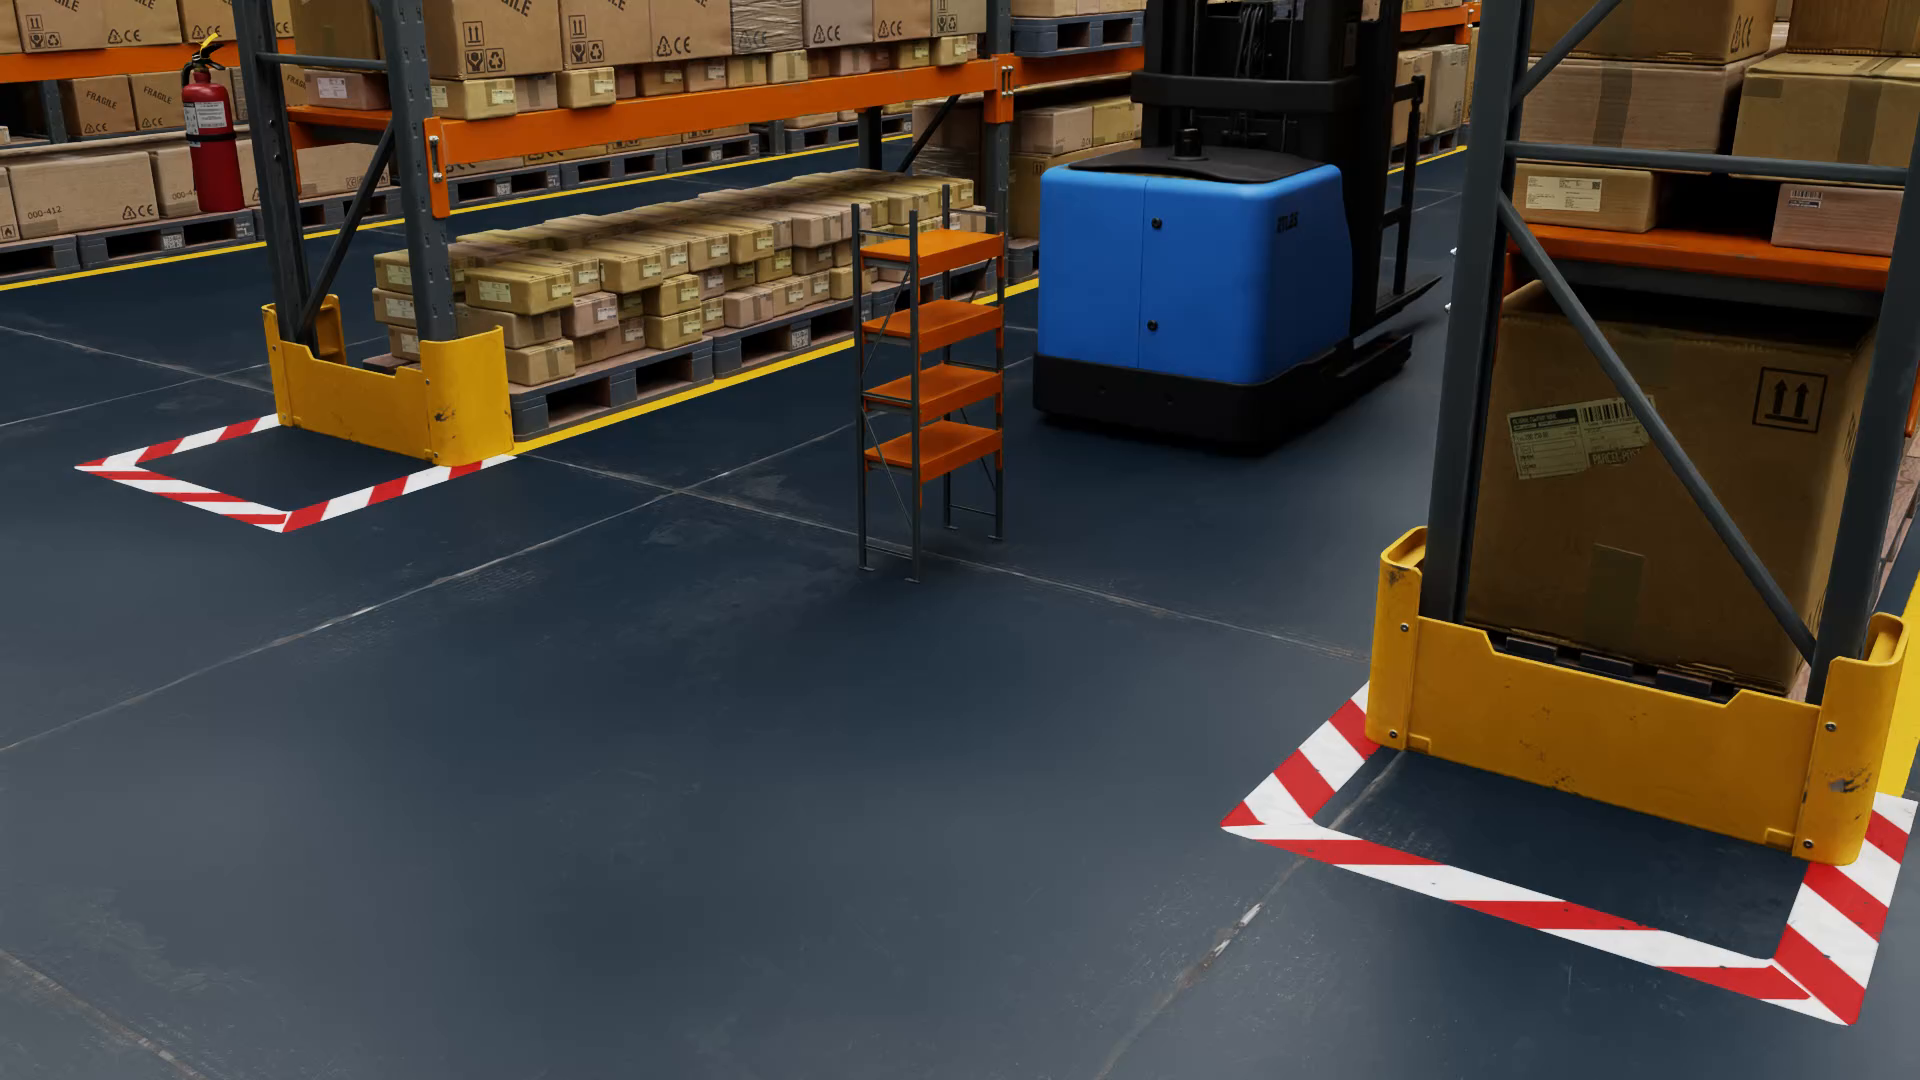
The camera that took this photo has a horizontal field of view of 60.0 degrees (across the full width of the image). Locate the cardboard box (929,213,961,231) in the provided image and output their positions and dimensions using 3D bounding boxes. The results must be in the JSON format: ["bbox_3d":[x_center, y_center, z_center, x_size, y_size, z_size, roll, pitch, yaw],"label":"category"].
[{"bbox_3d":[-0.219,-1.740,9.220,0.380,0.149,0.250,12,23,29],"label":"cardboard box"}]

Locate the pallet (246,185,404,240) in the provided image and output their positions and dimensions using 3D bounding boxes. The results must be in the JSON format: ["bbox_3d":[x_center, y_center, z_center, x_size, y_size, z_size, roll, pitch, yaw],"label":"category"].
[{"bbox_3d":[-4.806,-2.399,11.945,1.003,0.211,1.213,13,24,32],"label":"pallet"}]

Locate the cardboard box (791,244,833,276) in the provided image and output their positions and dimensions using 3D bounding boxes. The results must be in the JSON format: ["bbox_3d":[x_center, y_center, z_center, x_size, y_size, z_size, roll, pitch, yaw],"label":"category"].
[{"bbox_3d":[-0.872,-1.457,8.455,0.380,0.149,0.250,12,23,29],"label":"cardboard box"}]

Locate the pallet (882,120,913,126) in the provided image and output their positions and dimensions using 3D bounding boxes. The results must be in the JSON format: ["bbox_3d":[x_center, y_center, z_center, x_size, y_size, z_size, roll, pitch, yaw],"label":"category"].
[{"bbox_3d":[-0.253,-4.673,18.094,1.003,0.211,1.213,13,24,32],"label":"pallet"}]

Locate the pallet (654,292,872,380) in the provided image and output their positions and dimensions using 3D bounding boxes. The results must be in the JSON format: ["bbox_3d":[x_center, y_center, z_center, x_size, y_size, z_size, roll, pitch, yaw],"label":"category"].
[{"bbox_3d":[-1.197,-1.114,8.472,1.003,0.211,1.213,13,24,32],"label":"pallet"}]

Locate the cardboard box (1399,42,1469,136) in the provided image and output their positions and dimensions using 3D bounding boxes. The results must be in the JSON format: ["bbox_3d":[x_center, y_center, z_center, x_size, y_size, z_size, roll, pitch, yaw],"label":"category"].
[{"bbox_3d":[4.059,-4.214,15.472,1.050,0.750,0.750,13,24,32],"label":"cardboard box"}]

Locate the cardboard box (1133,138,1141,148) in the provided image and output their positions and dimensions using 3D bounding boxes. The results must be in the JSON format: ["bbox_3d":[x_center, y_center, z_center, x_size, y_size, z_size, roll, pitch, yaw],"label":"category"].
[{"bbox_3d":[1.051,-2.463,11.097,0.500,0.500,0.500,14,24,33],"label":"cardboard box"}]

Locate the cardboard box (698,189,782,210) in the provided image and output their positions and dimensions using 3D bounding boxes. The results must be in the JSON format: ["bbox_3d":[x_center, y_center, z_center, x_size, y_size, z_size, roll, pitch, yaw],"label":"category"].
[{"bbox_3d":[-1.172,-1.767,8.866,0.380,0.149,0.250,14,24,33],"label":"cardboard box"}]

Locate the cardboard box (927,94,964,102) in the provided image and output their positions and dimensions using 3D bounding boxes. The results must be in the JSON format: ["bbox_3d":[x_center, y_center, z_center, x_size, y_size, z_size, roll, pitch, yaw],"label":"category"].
[{"bbox_3d":[-0.511,-4.811,17.631,0.950,0.372,0.625,15,25,35],"label":"cardboard box"}]

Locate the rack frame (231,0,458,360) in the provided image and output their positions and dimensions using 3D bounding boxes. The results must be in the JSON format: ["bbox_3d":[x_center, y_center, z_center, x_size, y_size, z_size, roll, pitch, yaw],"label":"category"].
[{"bbox_3d":[-2.412,-1.825,6.376,1.000,3.000,0.127,13,24,32],"label":"rack frame"}]

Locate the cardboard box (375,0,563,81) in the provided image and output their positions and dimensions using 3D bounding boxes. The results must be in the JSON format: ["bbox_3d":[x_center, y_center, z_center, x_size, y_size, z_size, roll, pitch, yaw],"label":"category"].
[{"bbox_3d":[-1.931,-2.087,6.509,0.500,0.500,0.500,15,25,34],"label":"cardboard box"}]

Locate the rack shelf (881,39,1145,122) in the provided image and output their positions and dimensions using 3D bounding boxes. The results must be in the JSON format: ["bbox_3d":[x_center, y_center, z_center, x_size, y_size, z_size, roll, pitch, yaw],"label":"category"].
[{"bbox_3d":[0.961,-3.209,11.155,1.077,0.370,4.000,13,24,32],"label":"rack shelf"}]

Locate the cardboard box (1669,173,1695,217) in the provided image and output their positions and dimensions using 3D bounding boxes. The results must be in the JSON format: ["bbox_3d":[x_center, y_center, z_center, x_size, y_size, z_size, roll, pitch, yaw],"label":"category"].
[{"bbox_3d":[1.706,-0.952,4.378,0.380,0.149,0.250,14,24,32],"label":"cardboard box"}]

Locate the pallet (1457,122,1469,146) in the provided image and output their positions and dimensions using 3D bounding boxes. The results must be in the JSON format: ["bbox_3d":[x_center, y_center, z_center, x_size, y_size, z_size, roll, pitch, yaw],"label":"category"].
[{"bbox_3d":[4.826,-4.163,16.716,1.003,0.211,1.213,13,24,32],"label":"pallet"}]

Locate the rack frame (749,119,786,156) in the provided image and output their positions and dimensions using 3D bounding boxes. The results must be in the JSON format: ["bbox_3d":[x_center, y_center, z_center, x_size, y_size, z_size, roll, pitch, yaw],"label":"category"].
[{"bbox_3d":[-2.065,-5.057,15.112,1.000,3.000,0.127,13,24,32],"label":"rack frame"}]

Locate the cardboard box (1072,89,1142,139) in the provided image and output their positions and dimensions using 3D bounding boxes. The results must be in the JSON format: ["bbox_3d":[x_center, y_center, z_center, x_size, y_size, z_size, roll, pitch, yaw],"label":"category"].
[{"bbox_3d":[1.058,-2.808,10.951,0.500,0.250,0.500,14,25,34],"label":"cardboard box"}]

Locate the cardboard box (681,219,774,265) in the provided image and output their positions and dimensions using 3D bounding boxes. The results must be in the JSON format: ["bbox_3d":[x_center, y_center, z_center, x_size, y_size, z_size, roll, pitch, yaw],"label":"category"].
[{"bbox_3d":[-1.113,-1.430,7.953,0.380,0.149,0.250,14,24,33],"label":"cardboard box"}]

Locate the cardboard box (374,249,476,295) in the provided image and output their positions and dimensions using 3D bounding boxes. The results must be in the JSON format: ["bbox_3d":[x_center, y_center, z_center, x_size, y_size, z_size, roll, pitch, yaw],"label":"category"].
[{"bbox_3d":[-2.324,-1.165,7.238,0.380,0.149,0.250,14,24,32],"label":"cardboard box"}]

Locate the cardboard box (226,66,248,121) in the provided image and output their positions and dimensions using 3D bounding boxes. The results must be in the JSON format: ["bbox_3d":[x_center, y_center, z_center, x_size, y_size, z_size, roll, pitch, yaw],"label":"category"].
[{"bbox_3d":[-7.091,-4.440,16.443,0.500,0.500,0.500,12,24,30],"label":"cardboard box"}]

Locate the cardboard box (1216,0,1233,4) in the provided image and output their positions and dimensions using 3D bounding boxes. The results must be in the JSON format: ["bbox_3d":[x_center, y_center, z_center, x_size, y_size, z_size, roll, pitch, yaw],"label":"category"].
[{"bbox_3d":[1.610,-3.675,11.134,0.380,0.149,0.250,12,23,29],"label":"cardboard box"}]

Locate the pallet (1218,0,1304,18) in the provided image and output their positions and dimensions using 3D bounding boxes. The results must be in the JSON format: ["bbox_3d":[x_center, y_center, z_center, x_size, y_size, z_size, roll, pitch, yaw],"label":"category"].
[{"bbox_3d":[1.773,-3.805,12.005,1.213,0.211,1.003,13,24,32],"label":"pallet"}]

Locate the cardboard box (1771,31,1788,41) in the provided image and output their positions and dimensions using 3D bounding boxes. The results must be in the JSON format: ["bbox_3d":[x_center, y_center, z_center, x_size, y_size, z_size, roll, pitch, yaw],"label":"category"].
[{"bbox_3d":[2.258,-1.380,4.961,0.500,0.250,0.500,12,24,30],"label":"cardboard box"}]

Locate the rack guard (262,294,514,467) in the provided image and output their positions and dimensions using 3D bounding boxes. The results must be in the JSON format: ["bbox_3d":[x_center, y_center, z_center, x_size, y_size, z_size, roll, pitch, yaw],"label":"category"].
[{"bbox_3d":[-2.369,-0.675,6.868,1.175,0.500,0.348,13,24,32],"label":"rack guard"}]

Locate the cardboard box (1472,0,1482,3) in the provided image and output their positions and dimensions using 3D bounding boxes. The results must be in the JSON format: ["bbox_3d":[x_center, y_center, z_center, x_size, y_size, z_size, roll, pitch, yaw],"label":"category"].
[{"bbox_3d":[4.531,-5.447,15.950,0.875,0.550,0.550,13,24,32],"label":"cardboard box"}]

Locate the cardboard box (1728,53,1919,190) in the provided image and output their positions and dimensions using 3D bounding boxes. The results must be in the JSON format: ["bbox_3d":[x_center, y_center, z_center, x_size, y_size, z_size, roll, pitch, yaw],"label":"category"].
[{"bbox_3d":[2.127,-0.983,3.887,0.500,0.250,0.500,13,24,30],"label":"cardboard box"}]

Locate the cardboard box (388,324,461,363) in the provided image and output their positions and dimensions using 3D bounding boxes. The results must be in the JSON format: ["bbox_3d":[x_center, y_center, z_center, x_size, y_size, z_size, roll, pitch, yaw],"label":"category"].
[{"bbox_3d":[-2.288,-0.877,7.316,0.380,0.149,0.250,14,24,33],"label":"cardboard box"}]

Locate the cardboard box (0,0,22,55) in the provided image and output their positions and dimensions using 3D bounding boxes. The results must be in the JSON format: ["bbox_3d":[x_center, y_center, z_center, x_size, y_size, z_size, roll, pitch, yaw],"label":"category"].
[{"bbox_3d":[-5.794,-3.041,9.518,0.500,0.500,0.500,13,24,31],"label":"cardboard box"}]

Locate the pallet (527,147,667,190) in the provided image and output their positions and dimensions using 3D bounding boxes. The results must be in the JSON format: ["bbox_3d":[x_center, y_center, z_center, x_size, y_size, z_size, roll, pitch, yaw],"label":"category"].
[{"bbox_3d":[-3.257,-3.189,14.082,1.003,0.211,1.213,13,24,32],"label":"pallet"}]

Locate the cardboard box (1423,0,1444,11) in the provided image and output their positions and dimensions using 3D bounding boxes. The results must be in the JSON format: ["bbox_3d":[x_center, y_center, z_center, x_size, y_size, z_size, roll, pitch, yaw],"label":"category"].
[{"bbox_3d":[3.978,-4.968,14.729,0.500,0.500,0.500,13,24,31],"label":"cardboard box"}]

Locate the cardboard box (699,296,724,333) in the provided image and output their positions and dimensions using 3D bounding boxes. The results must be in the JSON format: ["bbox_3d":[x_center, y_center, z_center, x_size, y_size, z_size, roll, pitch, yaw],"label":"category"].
[{"bbox_3d":[-1.340,-1.080,7.866,0.380,0.149,0.250,13,24,32],"label":"cardboard box"}]

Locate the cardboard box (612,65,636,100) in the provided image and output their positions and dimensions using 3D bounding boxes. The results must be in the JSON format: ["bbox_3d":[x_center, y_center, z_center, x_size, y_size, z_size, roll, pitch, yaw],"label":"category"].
[{"bbox_3d":[-1.622,-1.985,7.171,0.380,0.149,0.250,15,25,34],"label":"cardboard box"}]

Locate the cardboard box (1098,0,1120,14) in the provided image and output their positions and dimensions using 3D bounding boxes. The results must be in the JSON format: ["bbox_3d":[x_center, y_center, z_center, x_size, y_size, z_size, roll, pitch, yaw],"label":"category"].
[{"bbox_3d":[0.733,-3.227,9.922,0.380,0.149,0.250,13,24,32],"label":"cardboard box"}]

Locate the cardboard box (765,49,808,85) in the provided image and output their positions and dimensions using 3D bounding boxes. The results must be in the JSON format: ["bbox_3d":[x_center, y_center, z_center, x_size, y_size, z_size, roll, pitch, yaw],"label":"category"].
[{"bbox_3d":[-0.950,-2.265,7.926,0.380,0.149,0.250,14,24,33],"label":"cardboard box"}]

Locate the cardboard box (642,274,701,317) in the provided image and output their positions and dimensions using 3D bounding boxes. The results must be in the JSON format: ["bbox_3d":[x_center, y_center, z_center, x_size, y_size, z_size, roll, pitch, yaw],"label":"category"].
[{"bbox_3d":[-1.406,-1.132,7.578,0.380,0.149,0.250,14,25,33],"label":"cardboard box"}]

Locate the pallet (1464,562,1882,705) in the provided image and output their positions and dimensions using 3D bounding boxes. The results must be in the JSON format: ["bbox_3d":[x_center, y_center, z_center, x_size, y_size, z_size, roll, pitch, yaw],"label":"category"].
[{"bbox_3d":[2.018,0.234,4.827,1.003,0.211,1.213,13,24,32],"label":"pallet"}]

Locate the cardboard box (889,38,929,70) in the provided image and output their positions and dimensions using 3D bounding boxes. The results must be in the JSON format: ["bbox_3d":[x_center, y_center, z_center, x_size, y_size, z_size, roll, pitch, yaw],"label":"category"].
[{"bbox_3d":[-0.385,-2.567,8.744,0.380,0.149,0.250,14,25,34],"label":"cardboard box"}]

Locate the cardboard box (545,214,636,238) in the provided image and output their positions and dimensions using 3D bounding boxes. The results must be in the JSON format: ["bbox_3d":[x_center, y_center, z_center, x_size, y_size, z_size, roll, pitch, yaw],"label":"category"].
[{"bbox_3d":[-1.792,-1.475,8.076,0.380,0.149,0.250,14,25,34],"label":"cardboard box"}]

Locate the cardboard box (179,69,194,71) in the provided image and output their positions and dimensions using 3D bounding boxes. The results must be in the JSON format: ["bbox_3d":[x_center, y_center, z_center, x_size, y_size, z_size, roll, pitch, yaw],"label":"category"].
[{"bbox_3d":[-7.459,-4.572,15.865,0.380,0.149,0.250,13,24,32],"label":"cardboard box"}]

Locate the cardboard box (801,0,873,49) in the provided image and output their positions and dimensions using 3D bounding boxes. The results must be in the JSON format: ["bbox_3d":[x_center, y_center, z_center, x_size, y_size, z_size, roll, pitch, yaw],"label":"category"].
[{"bbox_3d":[-0.775,-2.674,8.098,0.500,0.500,0.500,13,24,32],"label":"cardboard box"}]

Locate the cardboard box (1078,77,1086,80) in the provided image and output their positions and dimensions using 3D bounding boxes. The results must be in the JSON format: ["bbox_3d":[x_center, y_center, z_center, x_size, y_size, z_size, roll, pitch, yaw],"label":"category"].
[{"bbox_3d":[1.325,-5.537,19.768,0.500,0.250,0.500,13,24,31],"label":"cardboard box"}]

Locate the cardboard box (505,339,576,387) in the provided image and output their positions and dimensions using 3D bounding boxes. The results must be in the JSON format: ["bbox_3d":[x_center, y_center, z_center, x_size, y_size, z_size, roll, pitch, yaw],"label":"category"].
[{"bbox_3d":[-1.853,-0.773,7.035,0.380,0.149,0.250,14,24,33],"label":"cardboard box"}]

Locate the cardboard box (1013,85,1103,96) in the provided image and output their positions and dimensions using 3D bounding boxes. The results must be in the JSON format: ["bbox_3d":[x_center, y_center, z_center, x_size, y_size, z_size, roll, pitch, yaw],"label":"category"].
[{"bbox_3d":[0.632,-2.912,11.229,0.500,0.250,0.500,12,23,29],"label":"cardboard box"}]

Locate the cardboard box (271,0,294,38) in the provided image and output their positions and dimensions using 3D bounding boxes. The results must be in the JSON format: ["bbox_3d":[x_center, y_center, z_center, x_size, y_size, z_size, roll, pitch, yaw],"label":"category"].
[{"bbox_3d":[-4.648,-3.625,11.096,0.500,0.500,0.500,13,24,31],"label":"cardboard box"}]

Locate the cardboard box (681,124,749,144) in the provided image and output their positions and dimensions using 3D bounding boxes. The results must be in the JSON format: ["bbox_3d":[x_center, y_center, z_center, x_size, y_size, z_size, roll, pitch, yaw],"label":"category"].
[{"bbox_3d":[-2.522,-4.075,14.916,0.875,0.875,0.875,13,24,31],"label":"cardboard box"}]

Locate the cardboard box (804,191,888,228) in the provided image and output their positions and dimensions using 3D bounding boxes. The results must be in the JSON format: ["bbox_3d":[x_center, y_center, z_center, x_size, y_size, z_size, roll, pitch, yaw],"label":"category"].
[{"bbox_3d":[-0.603,-1.746,8.808,0.380,0.149,0.250,14,25,34],"label":"cardboard box"}]

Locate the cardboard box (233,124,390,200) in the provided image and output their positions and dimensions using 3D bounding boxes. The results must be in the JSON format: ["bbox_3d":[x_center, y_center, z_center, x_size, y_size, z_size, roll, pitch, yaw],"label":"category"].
[{"bbox_3d":[-4.756,-2.745,11.951,0.875,0.438,0.875,13,24,31],"label":"cardboard box"}]

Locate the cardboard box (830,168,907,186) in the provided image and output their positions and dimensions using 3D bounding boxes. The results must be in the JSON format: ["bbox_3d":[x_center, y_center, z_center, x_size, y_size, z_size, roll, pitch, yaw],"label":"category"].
[{"bbox_3d":[-0.528,-2.053,9.639,0.380,0.149,0.250,14,25,34],"label":"cardboard box"}]

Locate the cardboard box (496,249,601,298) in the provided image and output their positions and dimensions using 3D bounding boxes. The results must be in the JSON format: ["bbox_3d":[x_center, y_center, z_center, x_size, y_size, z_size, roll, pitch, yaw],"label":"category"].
[{"bbox_3d":[-1.781,-1.151,7.199,0.380,0.149,0.250,14,24,33],"label":"cardboard box"}]

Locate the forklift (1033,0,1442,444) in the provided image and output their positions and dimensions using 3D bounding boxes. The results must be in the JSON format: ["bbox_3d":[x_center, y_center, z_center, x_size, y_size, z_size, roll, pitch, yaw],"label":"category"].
[{"bbox_3d":[1.519,-2.216,7.532,1.130,2.935,3.031,12,24,30],"label":"forklift"}]

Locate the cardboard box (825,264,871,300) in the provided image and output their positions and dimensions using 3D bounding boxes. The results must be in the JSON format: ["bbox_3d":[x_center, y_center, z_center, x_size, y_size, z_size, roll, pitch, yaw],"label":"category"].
[{"bbox_3d":[-0.684,-1.357,8.613,0.380,0.149,0.250,13,24,32],"label":"cardboard box"}]

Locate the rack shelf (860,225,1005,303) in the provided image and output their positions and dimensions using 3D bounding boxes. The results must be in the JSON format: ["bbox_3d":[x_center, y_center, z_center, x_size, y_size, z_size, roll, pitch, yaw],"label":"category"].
[{"bbox_3d":[-0.093,-0.884,5.292,0.258,0.148,0.480,13,24,32],"label":"rack shelf"}]

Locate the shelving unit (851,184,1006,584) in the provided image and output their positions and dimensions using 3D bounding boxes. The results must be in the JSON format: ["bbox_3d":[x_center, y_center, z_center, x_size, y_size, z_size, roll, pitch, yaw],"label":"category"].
[{"bbox_3d":[-0.093,-0.515,5.428,0.258,1.200,0.503,13,24,32],"label":"shelving unit"}]

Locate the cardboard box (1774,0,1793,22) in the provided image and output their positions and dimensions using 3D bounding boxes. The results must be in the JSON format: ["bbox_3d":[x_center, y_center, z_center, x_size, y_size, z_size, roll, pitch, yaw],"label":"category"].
[{"bbox_3d":[2.829,-2.020,5.609,0.500,0.500,0.500,12,24,30],"label":"cardboard box"}]
